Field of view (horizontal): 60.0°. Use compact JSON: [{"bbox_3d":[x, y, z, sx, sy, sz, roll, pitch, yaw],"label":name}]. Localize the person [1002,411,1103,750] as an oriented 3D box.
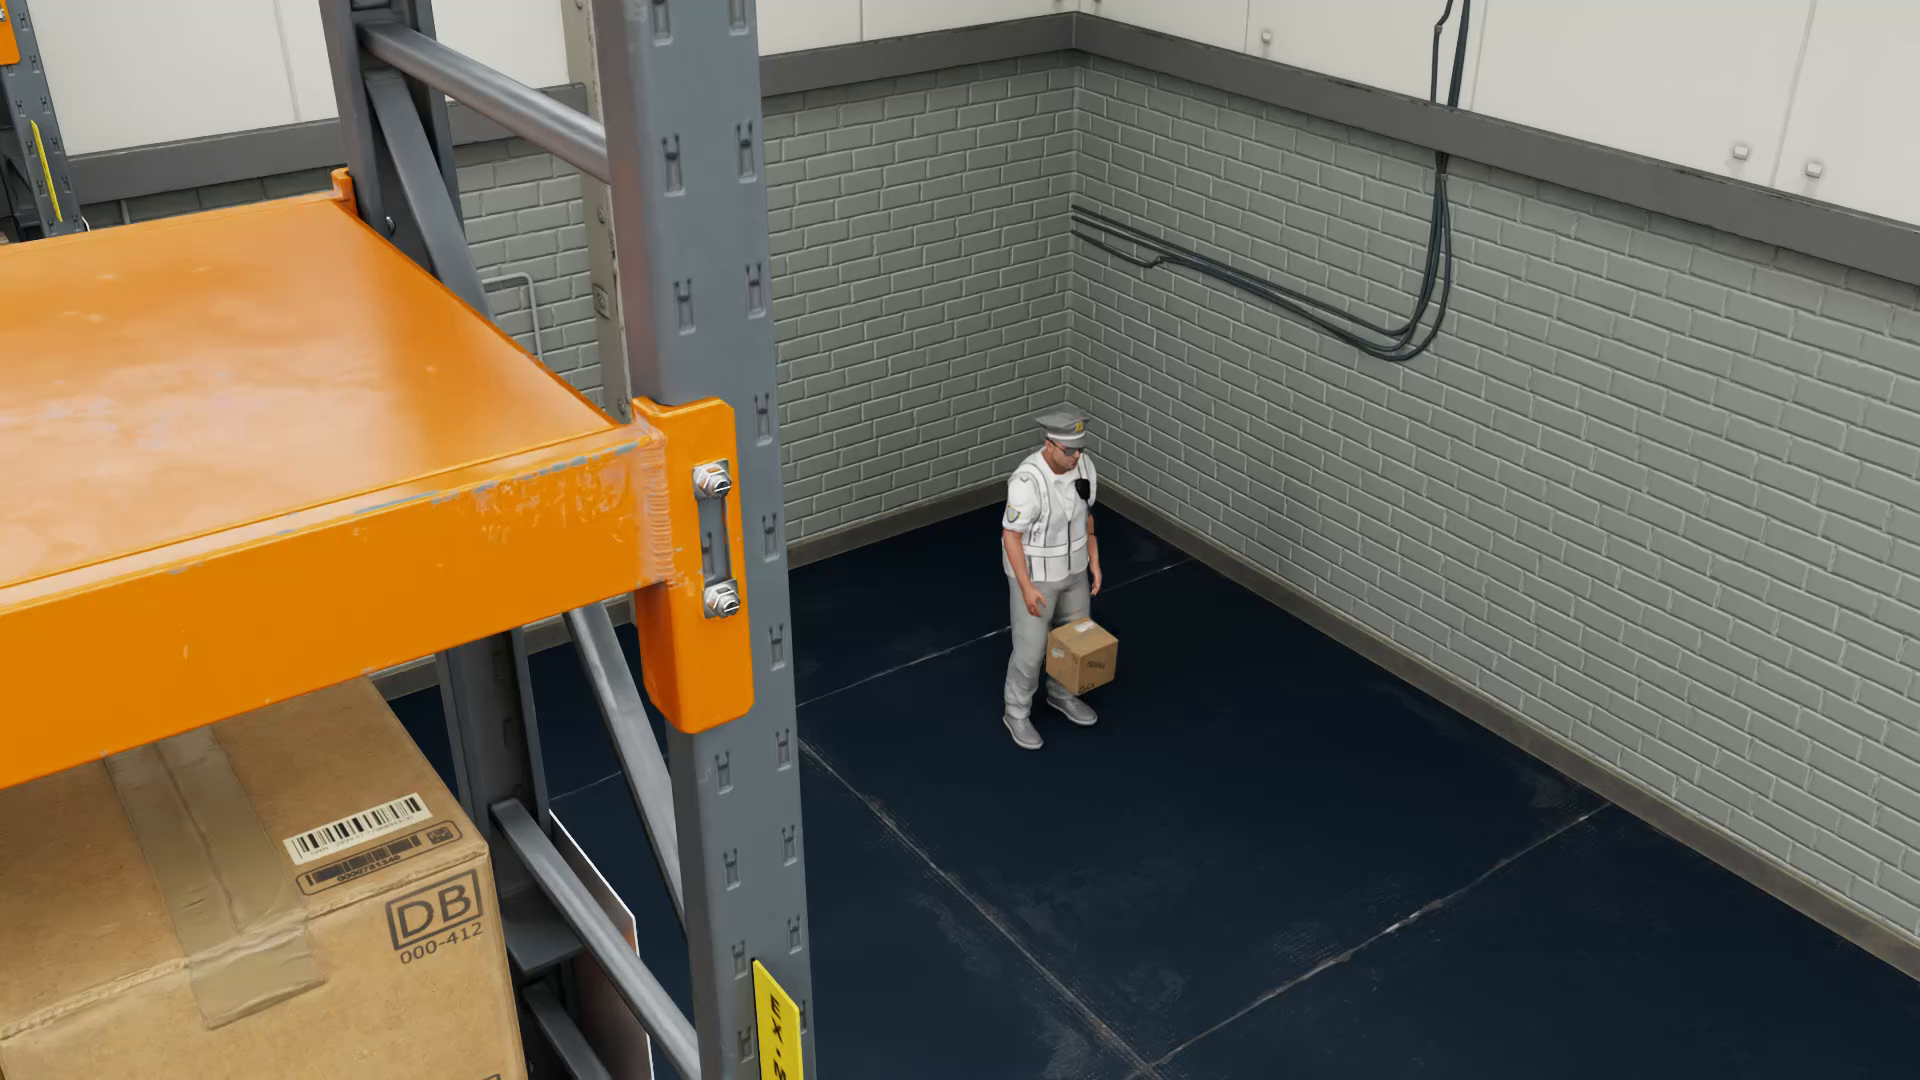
[{"bbox_3d":[0.450,0.158,8.315,0.560,1.755,0.437,-20,34,-32],"label":"person"}]
